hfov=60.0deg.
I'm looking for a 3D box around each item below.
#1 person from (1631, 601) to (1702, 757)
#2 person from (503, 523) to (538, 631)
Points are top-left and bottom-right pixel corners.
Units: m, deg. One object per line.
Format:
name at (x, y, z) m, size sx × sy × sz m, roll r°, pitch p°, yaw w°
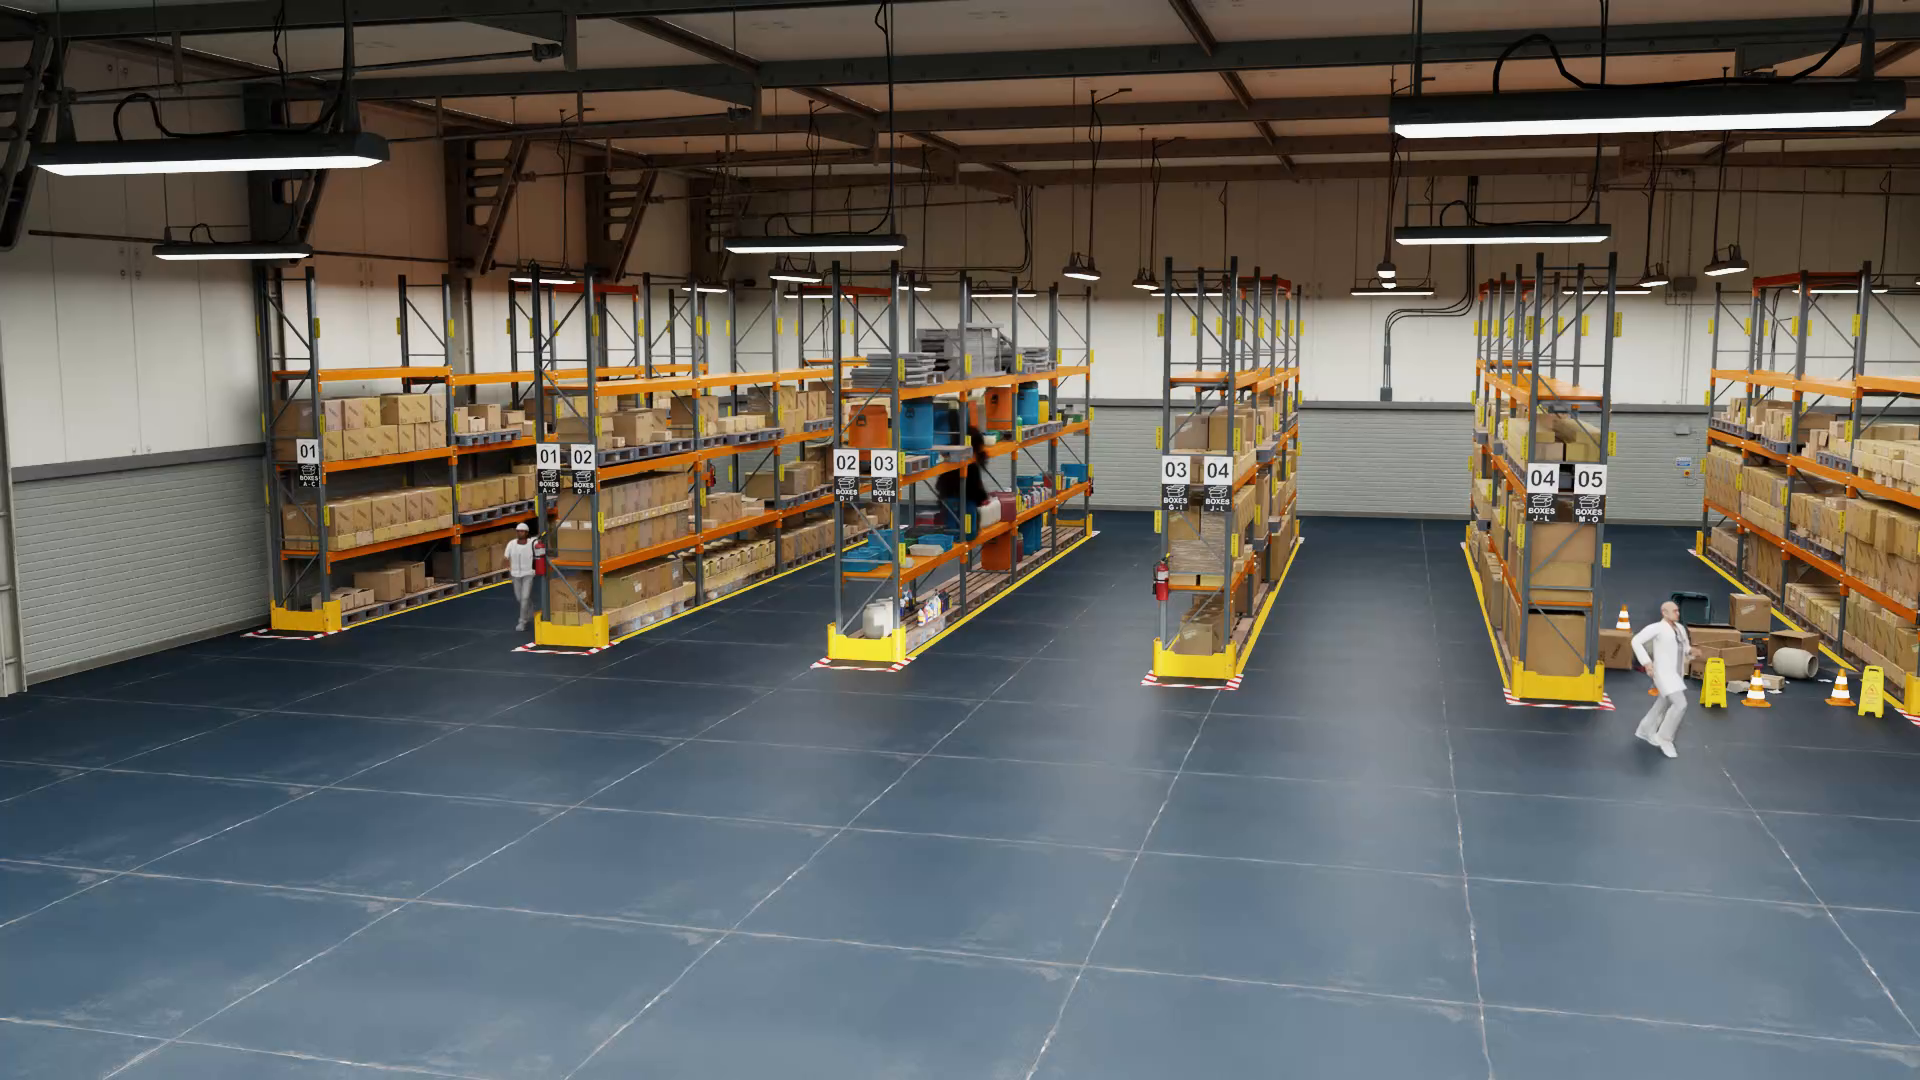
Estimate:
person at (8.376, 1.641, 19.690) m, size 0.671 × 1.834 × 0.810 m, roll -5°, pitch 9°, yaw -37°
person at (-7.308, 0.591, 27.864) m, size 0.700 × 1.762 × 0.957 m, roll 1°, pitch 7°, yaw 6°
